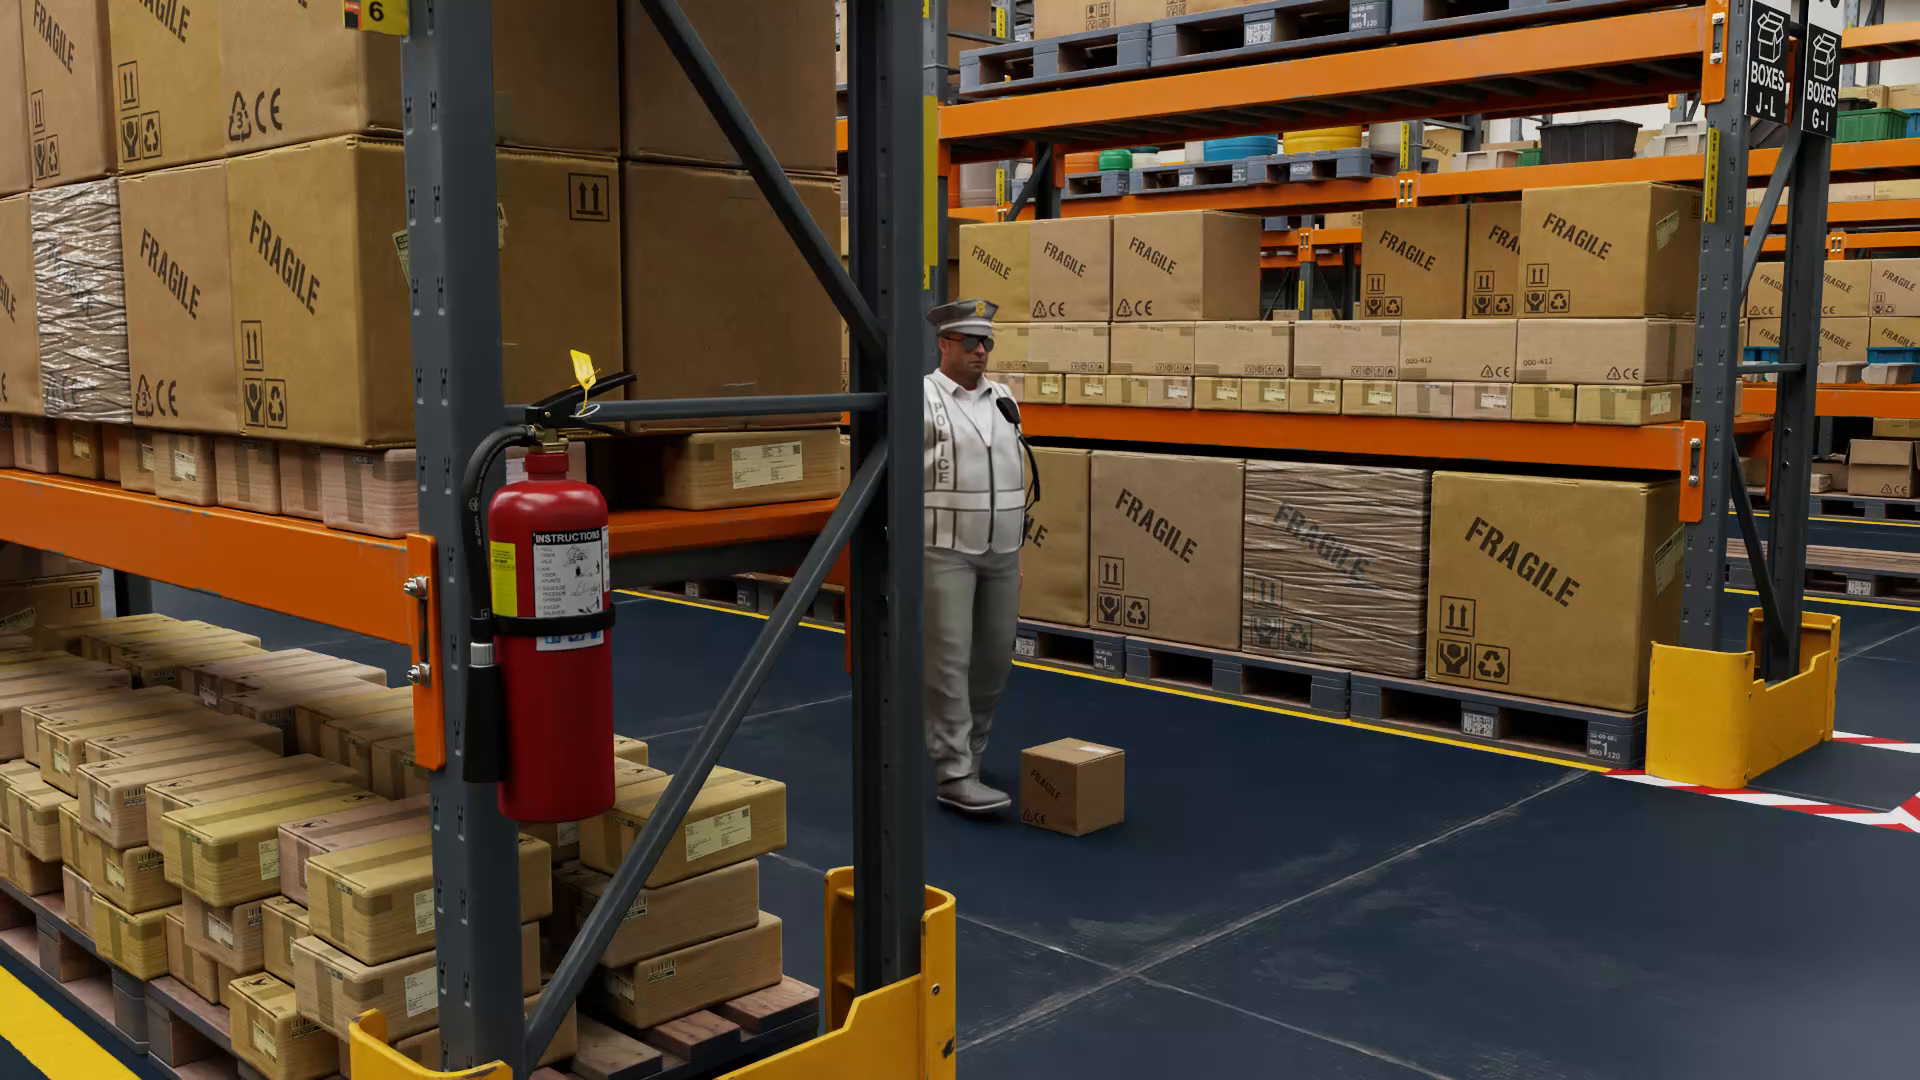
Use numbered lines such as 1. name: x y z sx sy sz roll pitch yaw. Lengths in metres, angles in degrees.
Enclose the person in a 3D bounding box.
1. person: 0.027 0.049 5.826 0.565 1.775 0.671 -4 8 -30
